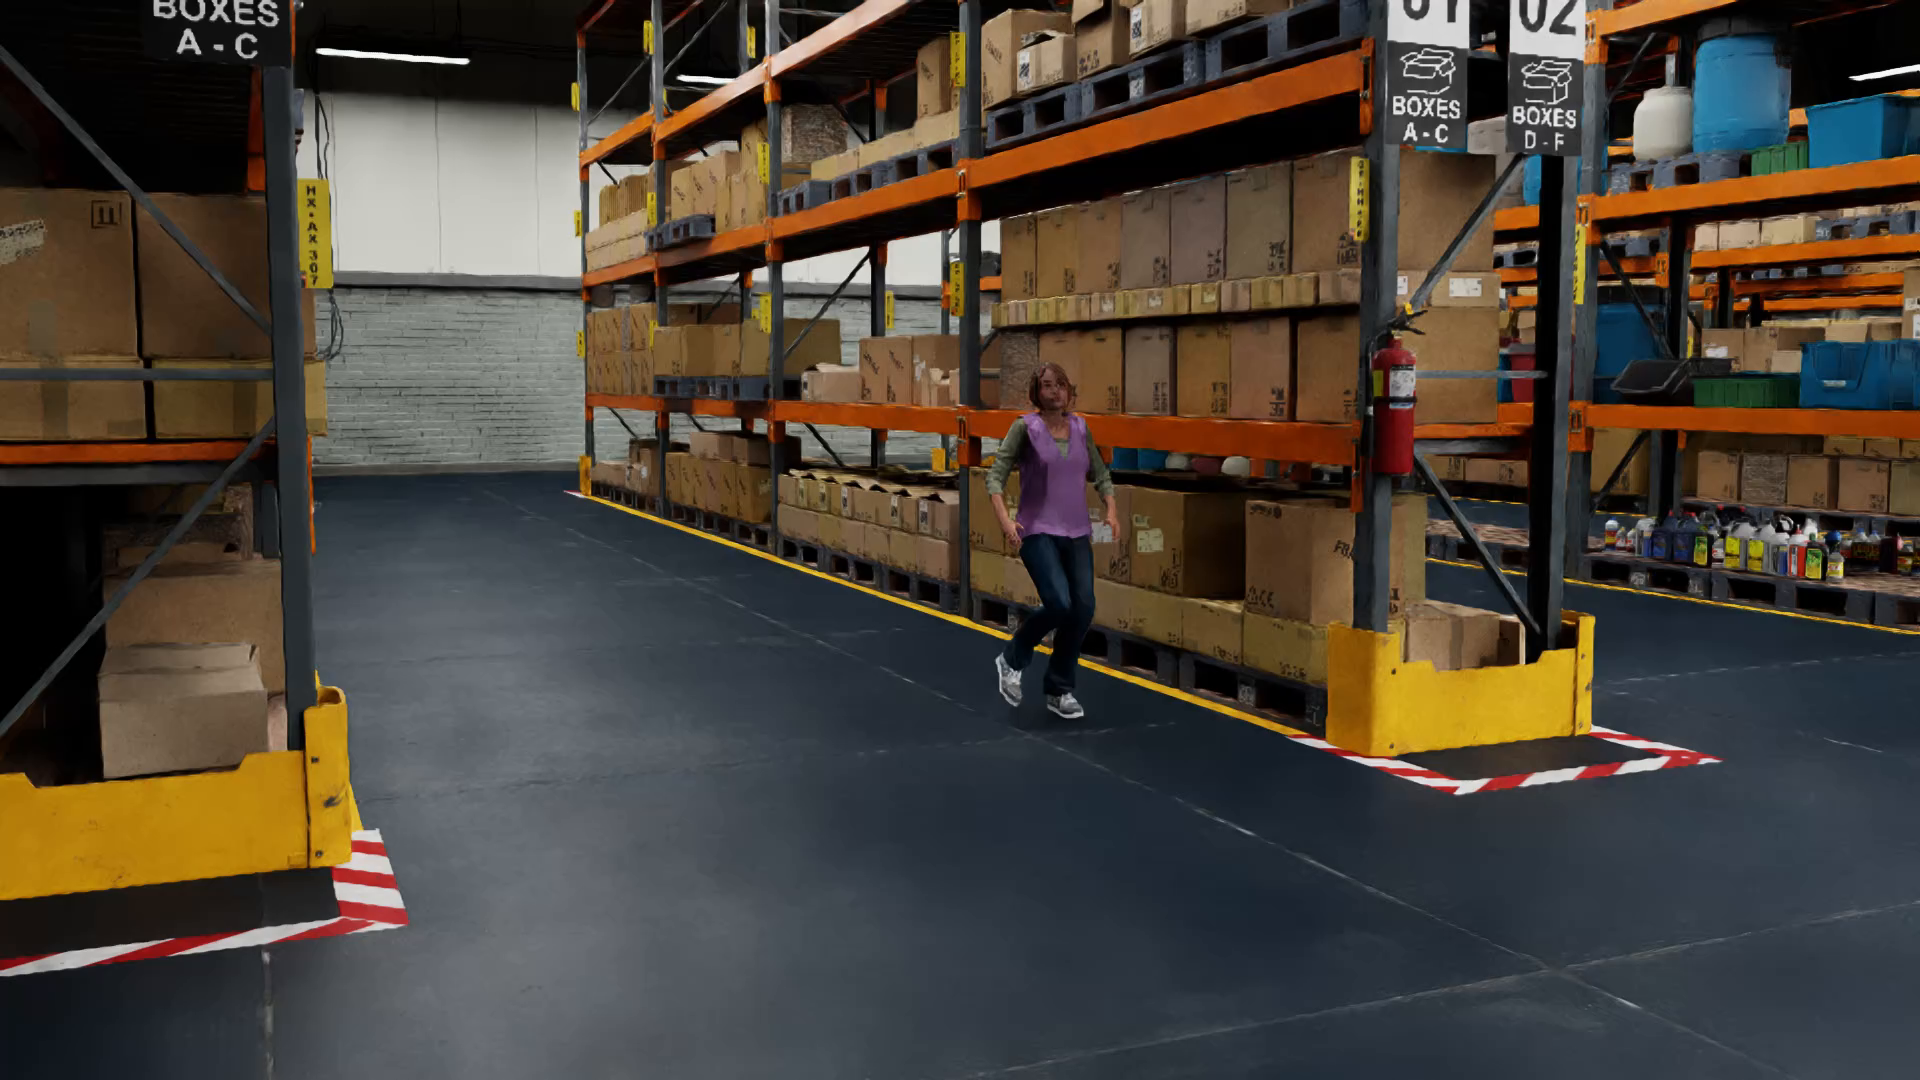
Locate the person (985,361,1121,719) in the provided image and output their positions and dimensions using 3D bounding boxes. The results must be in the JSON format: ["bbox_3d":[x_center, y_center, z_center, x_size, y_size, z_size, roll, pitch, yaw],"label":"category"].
[{"bbox_3d":[0.446,0.016,7.302,0.585,1.546,0.441,-3,6,-28],"label":"person"}]
